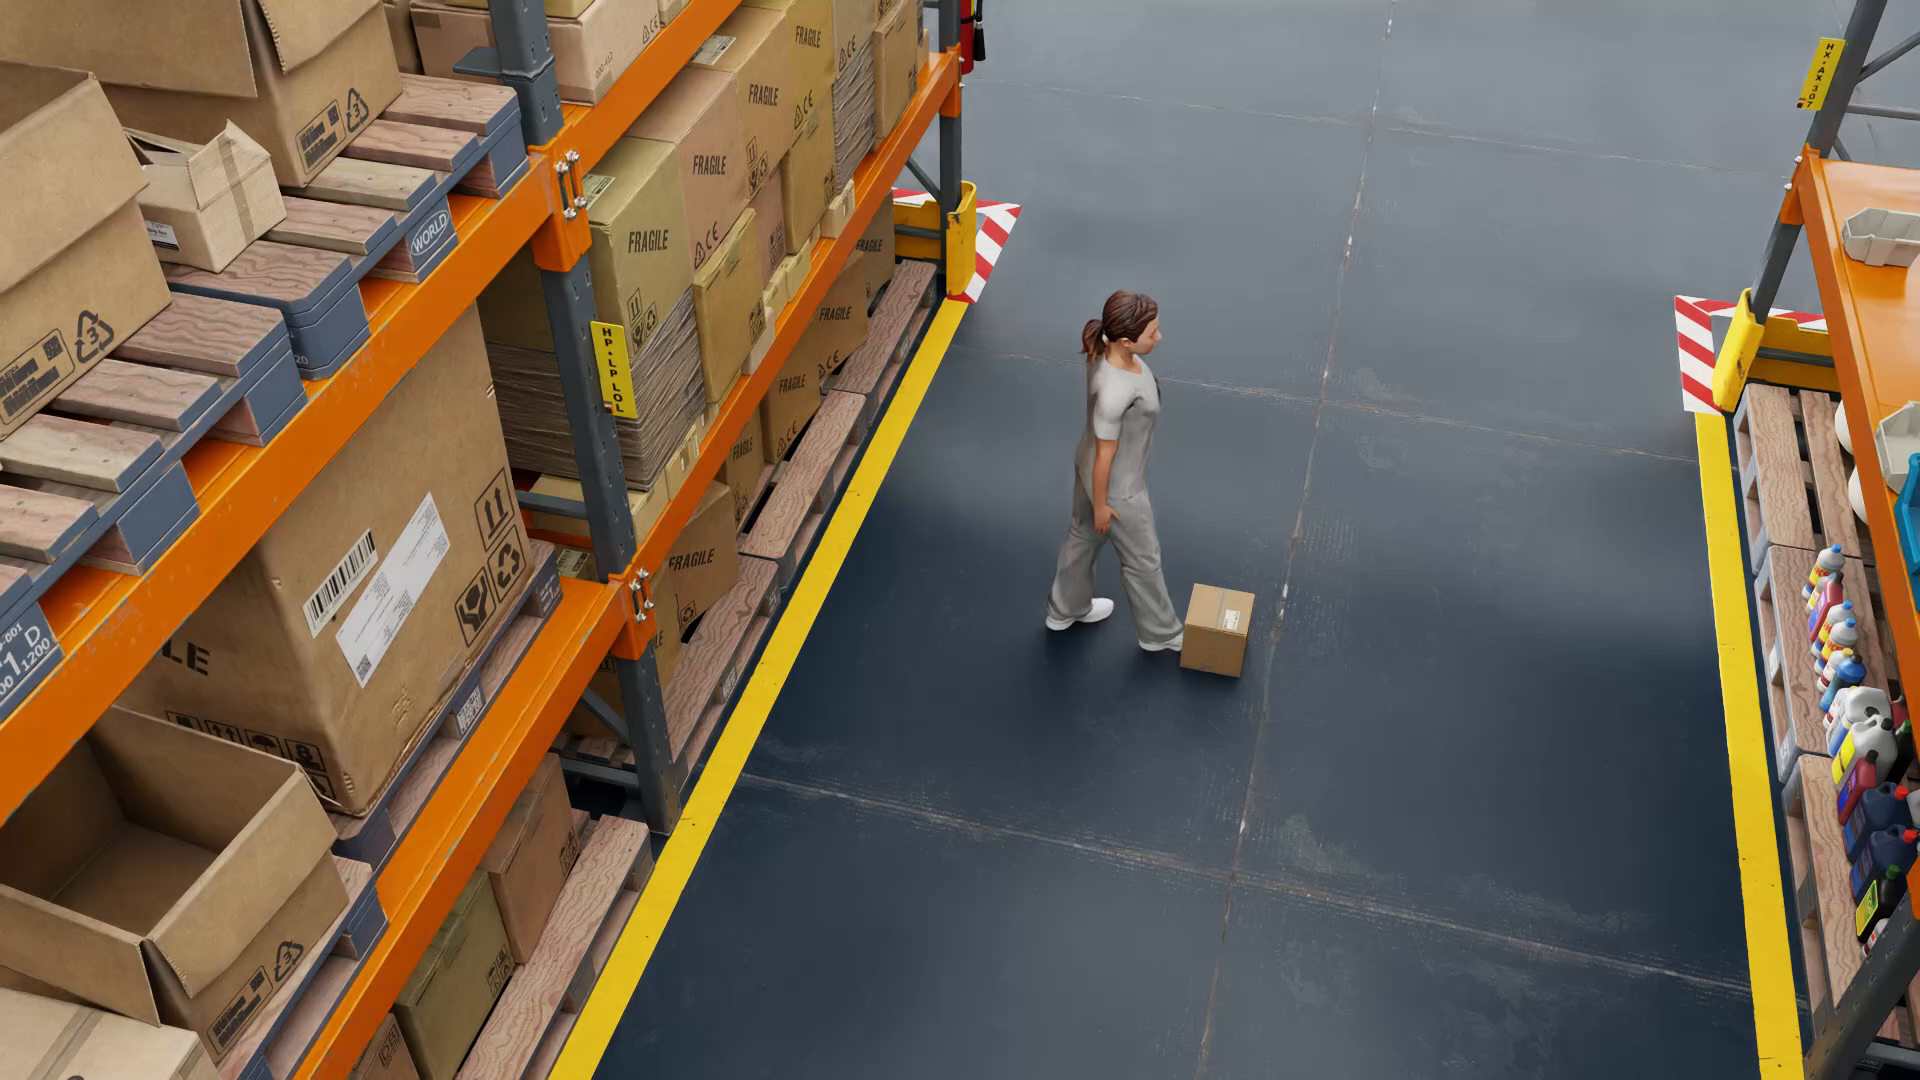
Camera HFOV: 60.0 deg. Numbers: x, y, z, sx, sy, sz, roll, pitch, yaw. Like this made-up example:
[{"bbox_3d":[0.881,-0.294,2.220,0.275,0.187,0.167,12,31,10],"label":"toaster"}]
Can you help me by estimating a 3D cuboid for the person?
[{"bbox_3d":[0.696,-0.264,6.452,0.674,1.666,0.457,-3,41,-3],"label":"person"}]
